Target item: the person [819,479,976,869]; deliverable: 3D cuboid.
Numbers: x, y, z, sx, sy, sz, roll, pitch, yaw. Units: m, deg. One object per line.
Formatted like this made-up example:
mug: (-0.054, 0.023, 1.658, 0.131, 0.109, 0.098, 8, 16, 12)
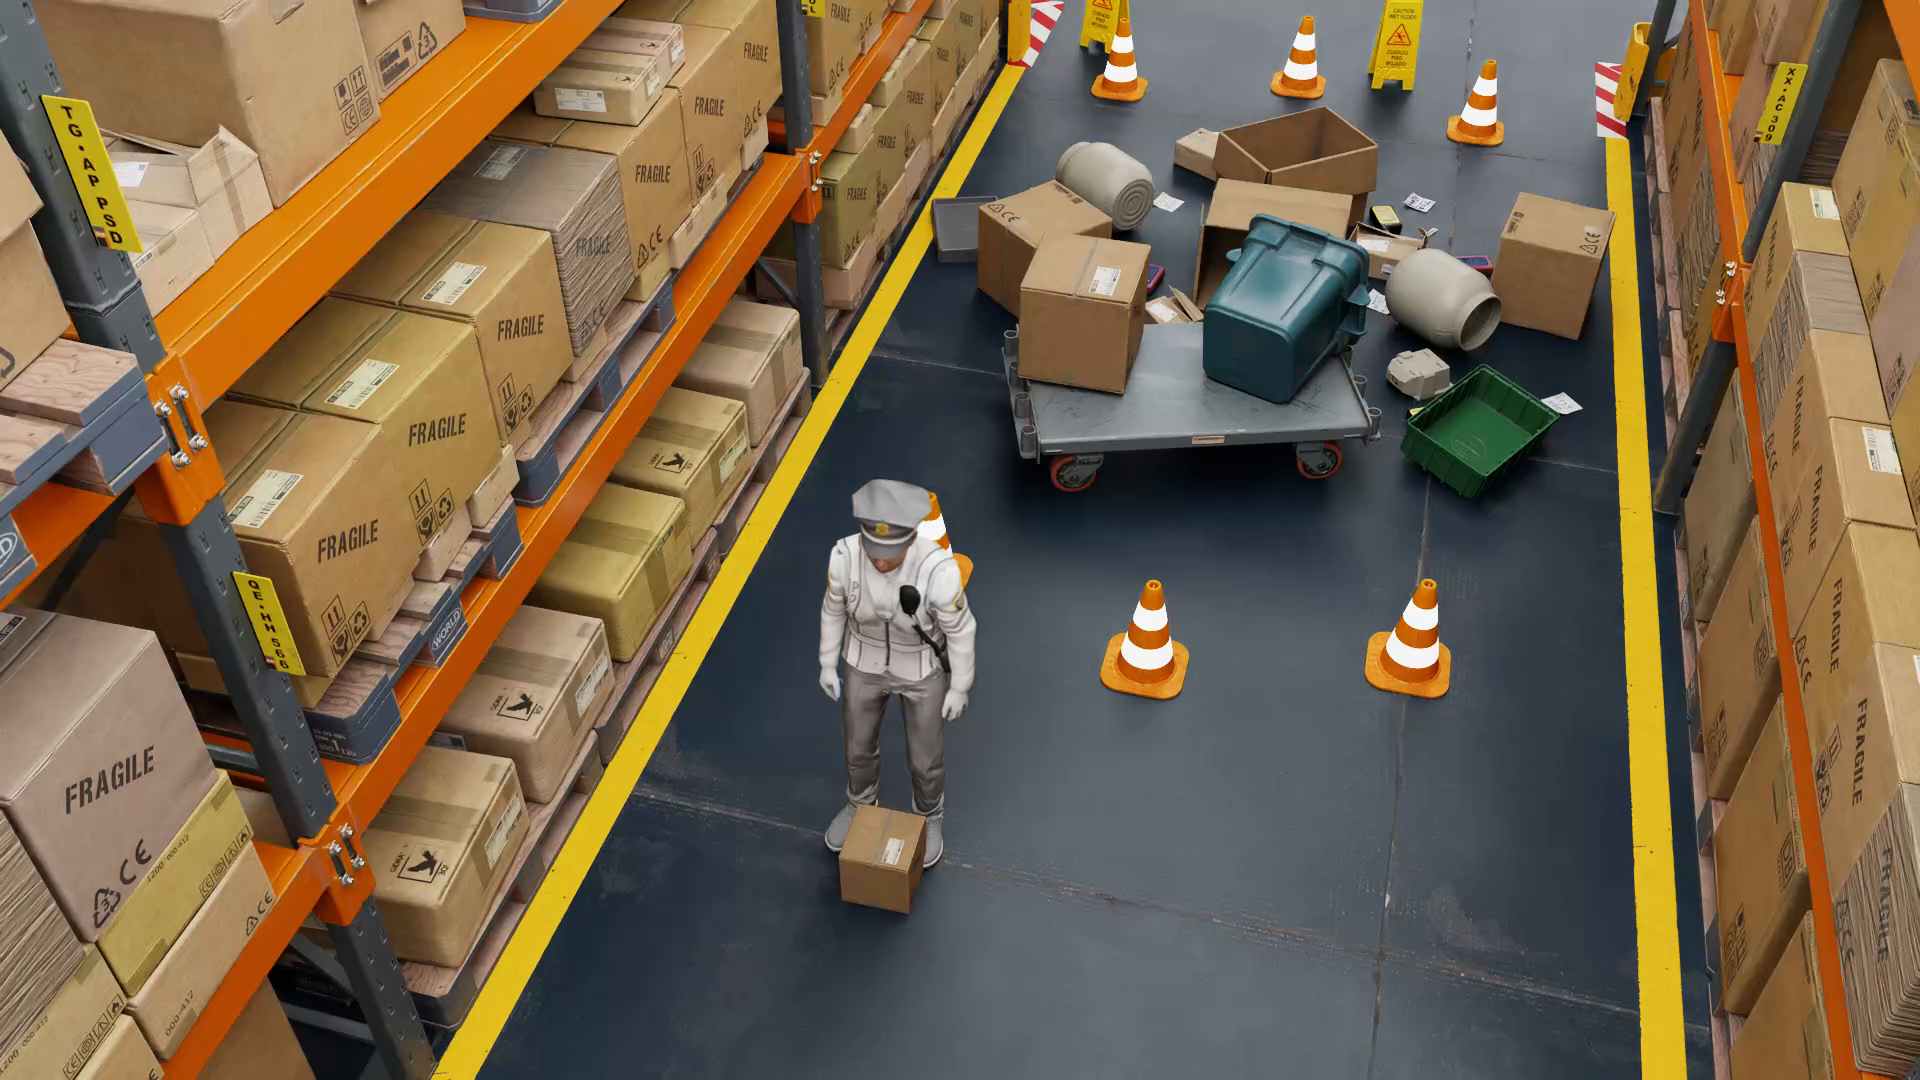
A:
person: (-0.217, 0.456, 5.637, 0.536, 1.662, 0.378, 9, 42, 11)
